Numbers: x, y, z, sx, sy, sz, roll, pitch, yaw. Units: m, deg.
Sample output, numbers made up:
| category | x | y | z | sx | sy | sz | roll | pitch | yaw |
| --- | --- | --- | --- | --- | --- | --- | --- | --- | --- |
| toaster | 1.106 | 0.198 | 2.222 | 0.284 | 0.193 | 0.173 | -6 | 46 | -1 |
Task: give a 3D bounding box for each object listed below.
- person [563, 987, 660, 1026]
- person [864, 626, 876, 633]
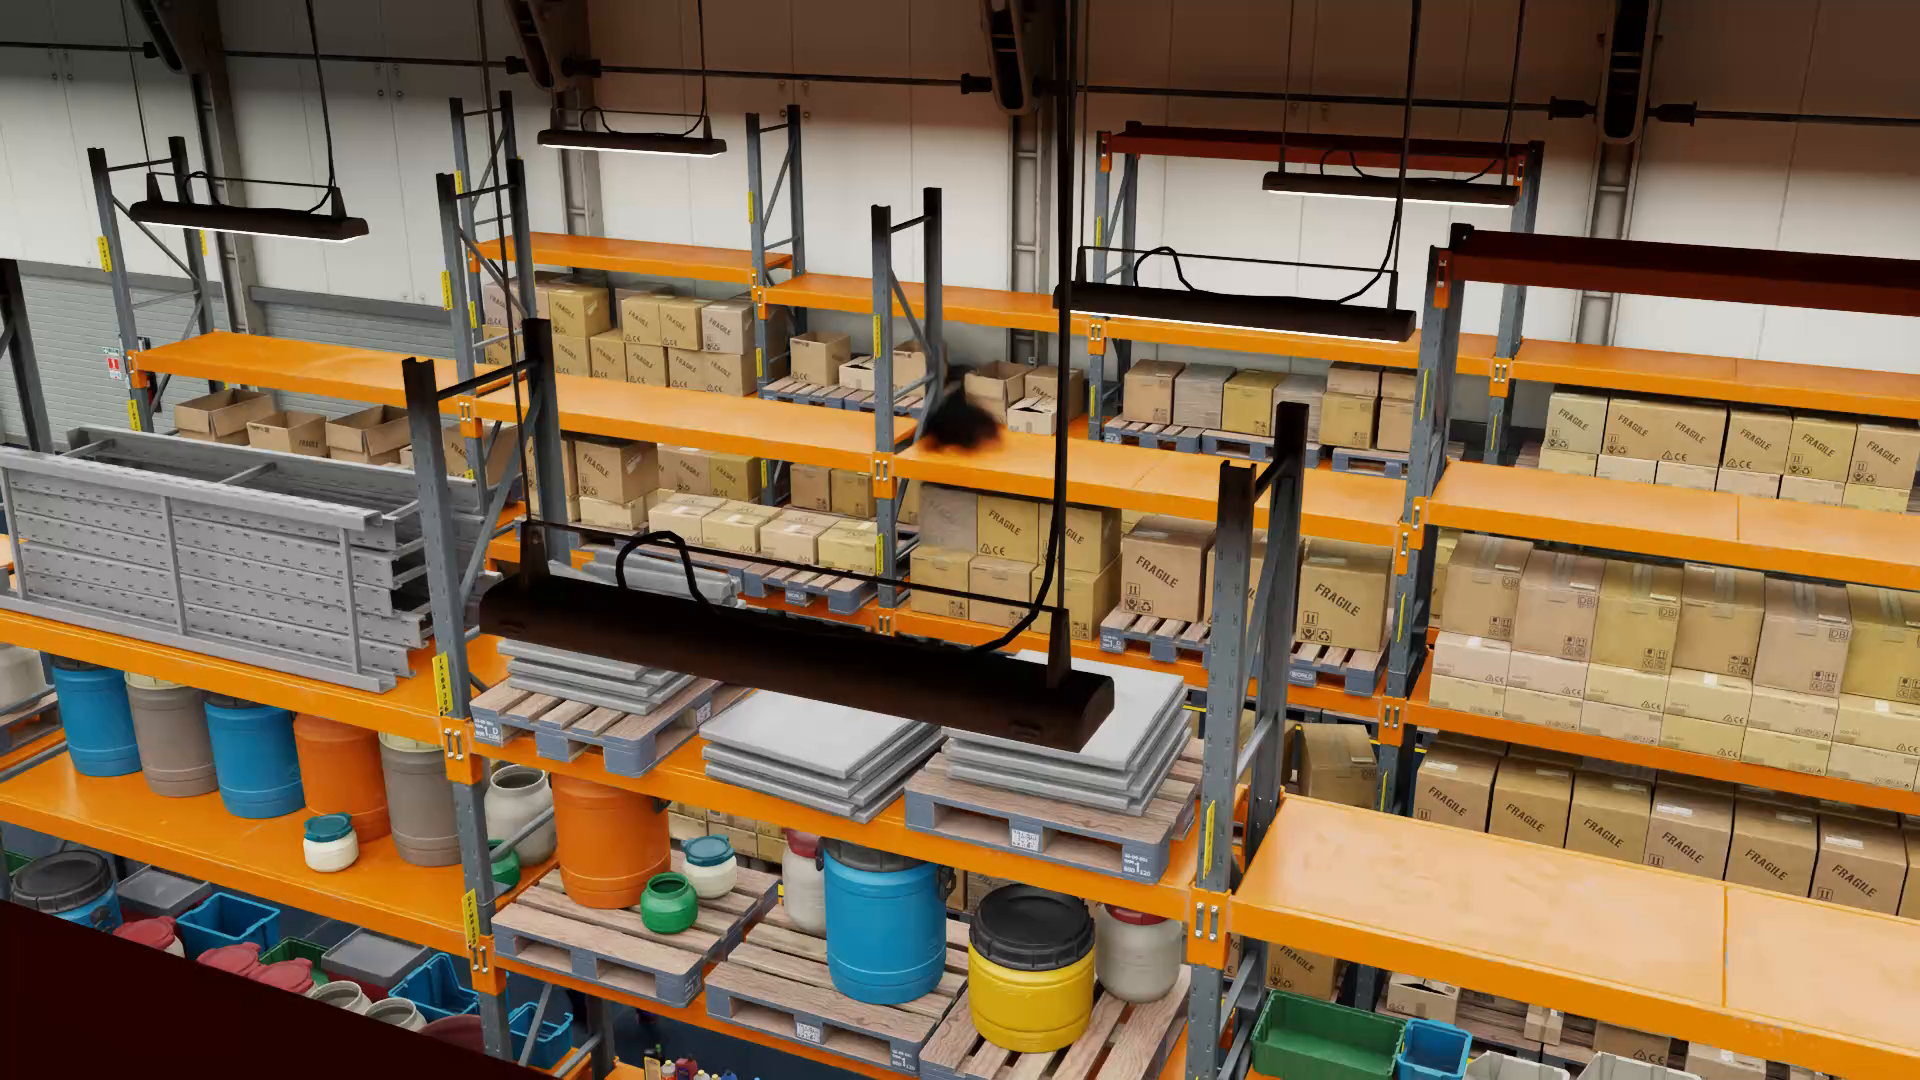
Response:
| category | x | y | z | sx | sy | sz | roll | pitch | yaw |
| --- | --- | --- | --- | --- | --- | --- | --- | --- | --- |
| person | -2.755 | 3.031 | 12.353 | 0.766 | 1.664 | 0.708 | 13 | 24 | 31 |
| person | -0.637 | 1.504 | 16.405 | 0.806 | 1.627 | 0.560 | 3 | 21 | 8 |
